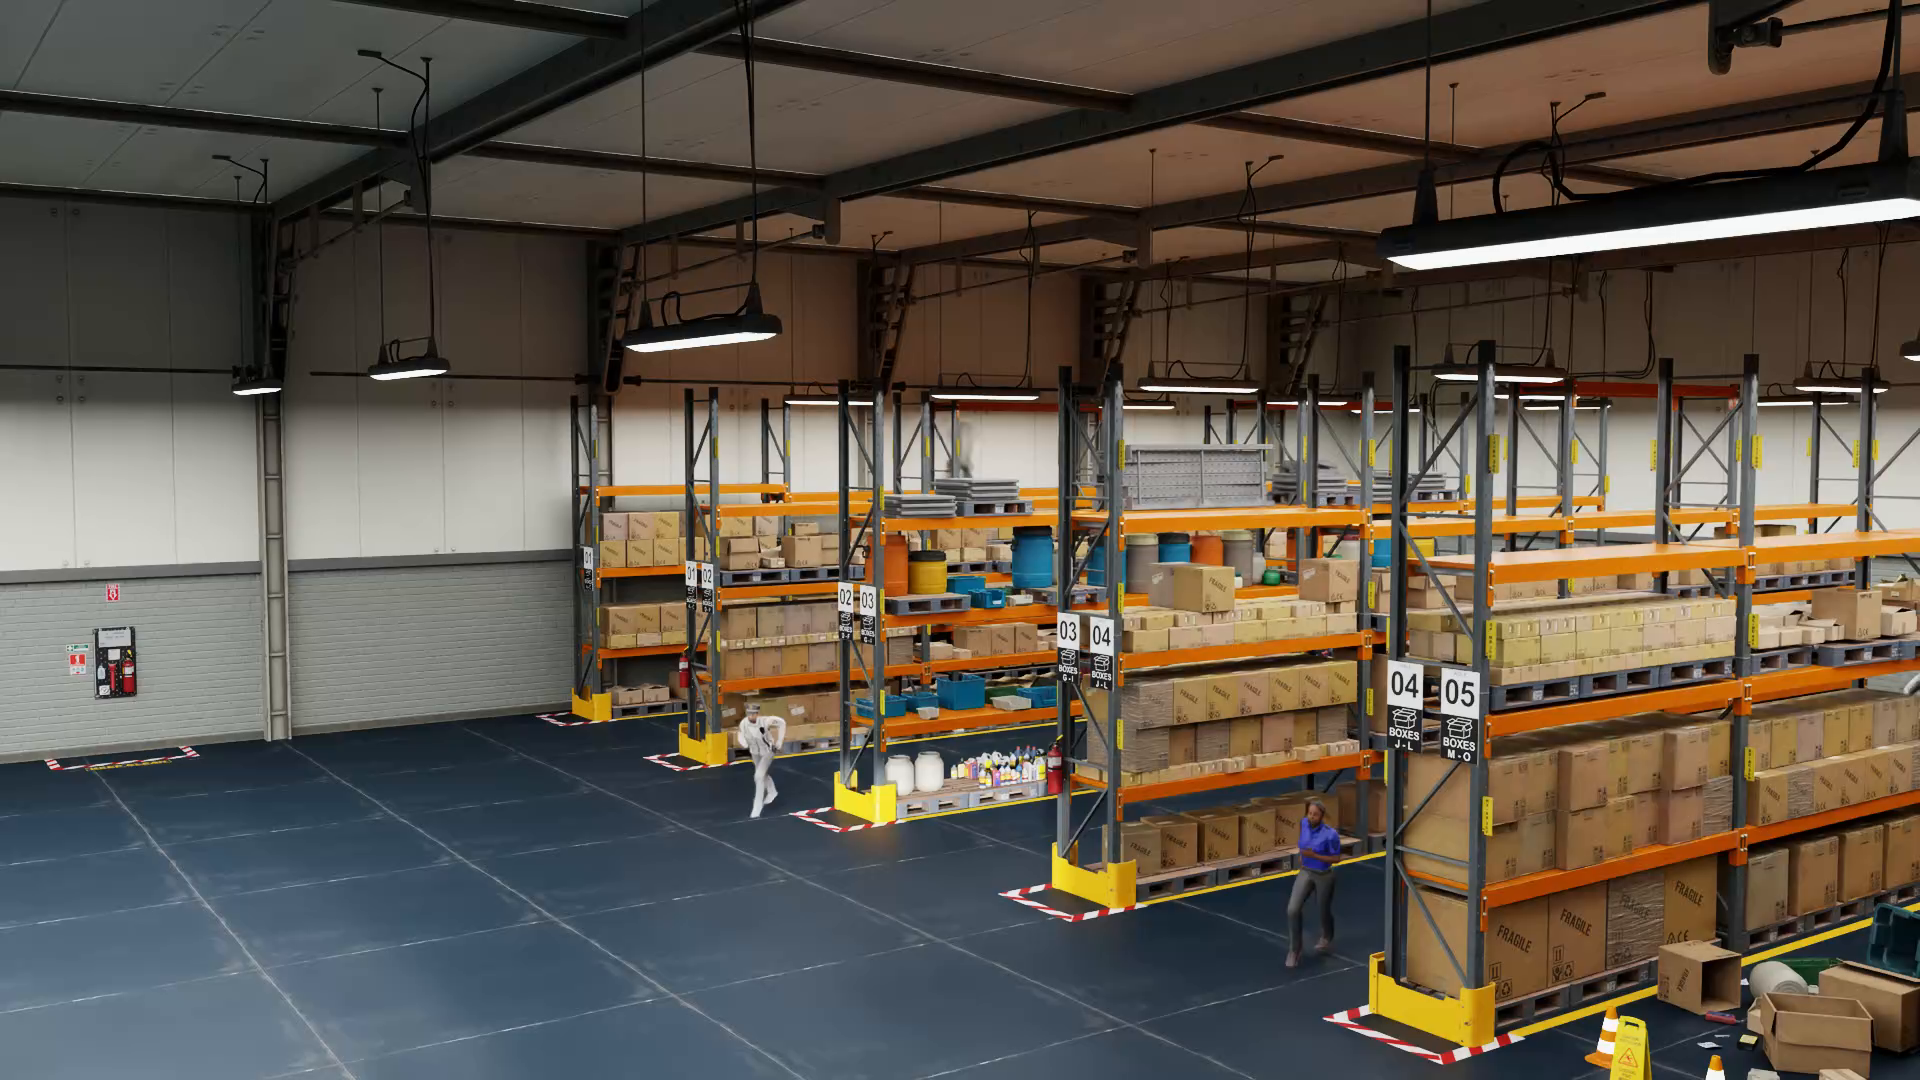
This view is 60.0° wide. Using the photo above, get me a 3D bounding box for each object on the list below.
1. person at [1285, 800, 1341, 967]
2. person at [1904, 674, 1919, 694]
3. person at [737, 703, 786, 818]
[{"bbox_3d":[3.561,3.385,16.451,0.569,1.698,0.833,3,4,37],"label":"person"},{"bbox_3d":[15.814,2.753,27.072,0.574,1.589,0.719,-1,3,-10],"label":"person"},{"bbox_3d":[-2.712,3.014,23.065,0.655,1.613,0.948,1,4,16],"label":"person"}]
